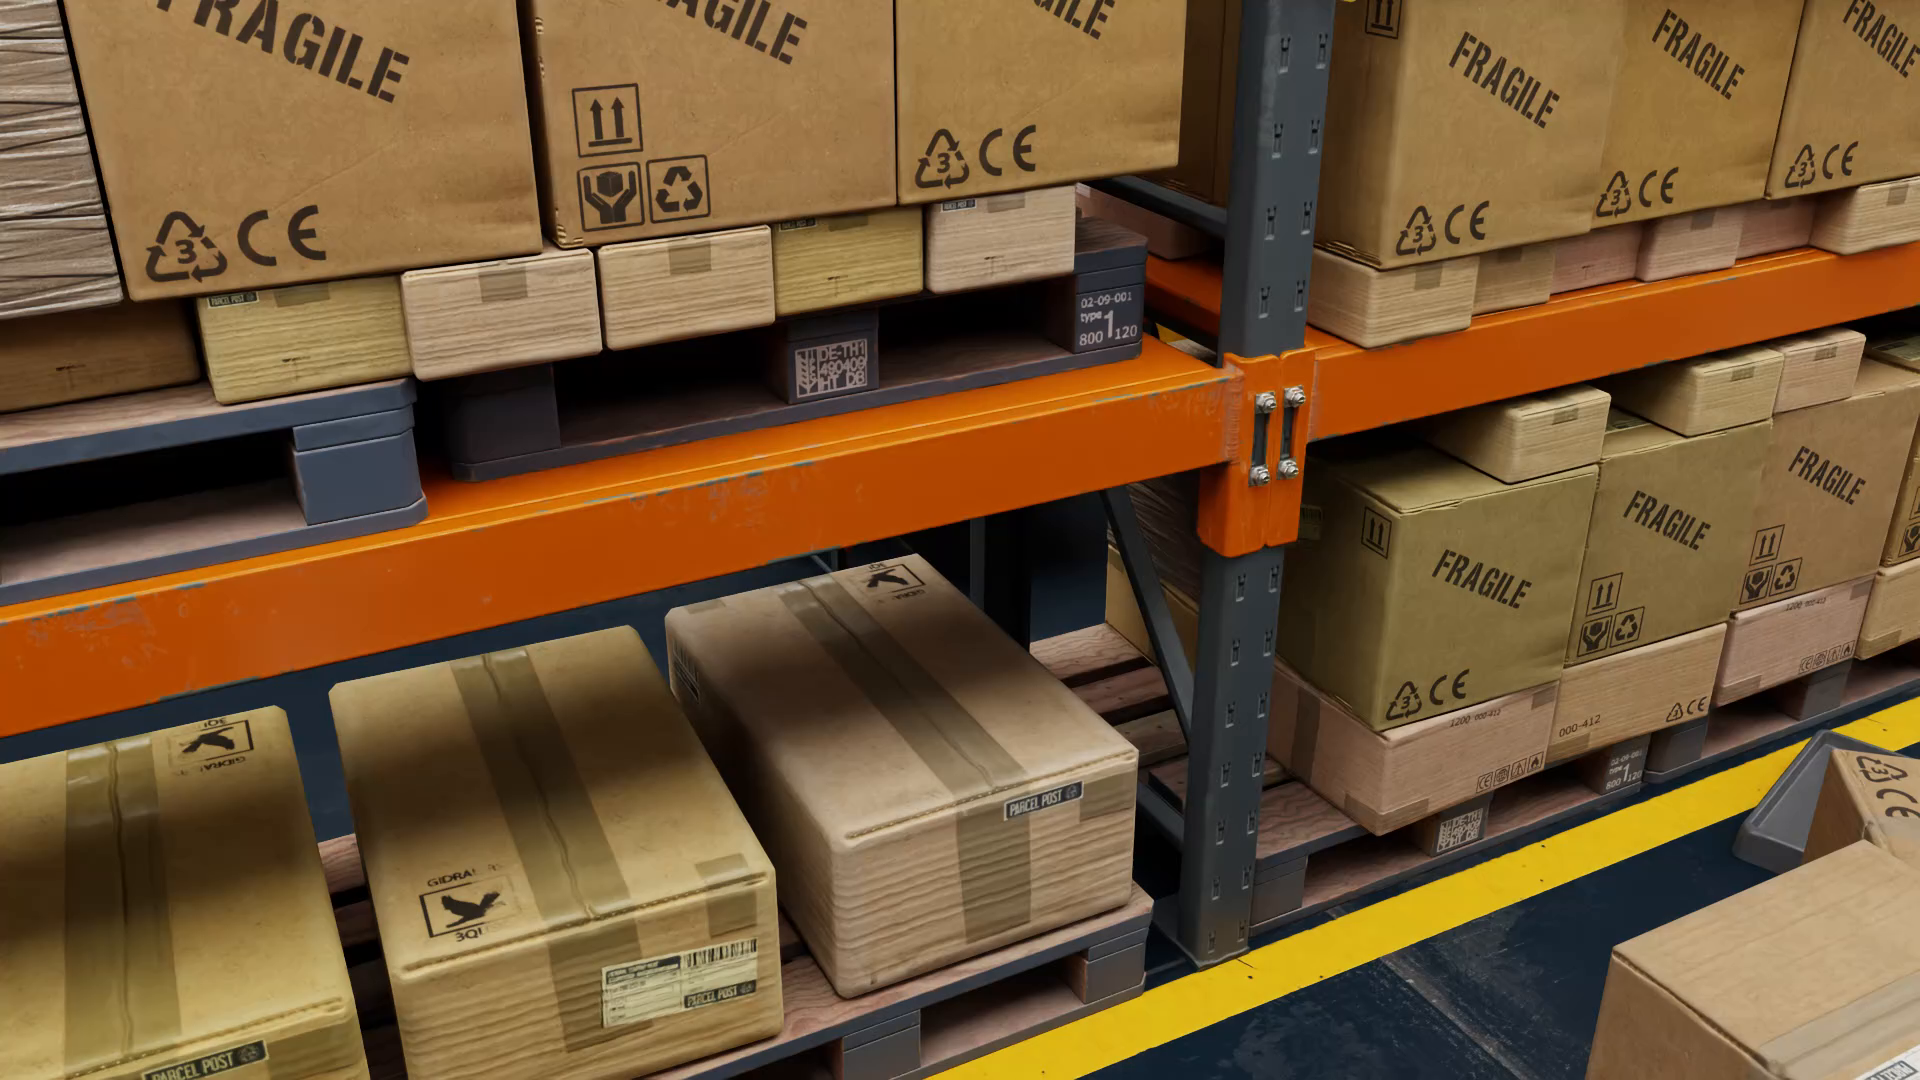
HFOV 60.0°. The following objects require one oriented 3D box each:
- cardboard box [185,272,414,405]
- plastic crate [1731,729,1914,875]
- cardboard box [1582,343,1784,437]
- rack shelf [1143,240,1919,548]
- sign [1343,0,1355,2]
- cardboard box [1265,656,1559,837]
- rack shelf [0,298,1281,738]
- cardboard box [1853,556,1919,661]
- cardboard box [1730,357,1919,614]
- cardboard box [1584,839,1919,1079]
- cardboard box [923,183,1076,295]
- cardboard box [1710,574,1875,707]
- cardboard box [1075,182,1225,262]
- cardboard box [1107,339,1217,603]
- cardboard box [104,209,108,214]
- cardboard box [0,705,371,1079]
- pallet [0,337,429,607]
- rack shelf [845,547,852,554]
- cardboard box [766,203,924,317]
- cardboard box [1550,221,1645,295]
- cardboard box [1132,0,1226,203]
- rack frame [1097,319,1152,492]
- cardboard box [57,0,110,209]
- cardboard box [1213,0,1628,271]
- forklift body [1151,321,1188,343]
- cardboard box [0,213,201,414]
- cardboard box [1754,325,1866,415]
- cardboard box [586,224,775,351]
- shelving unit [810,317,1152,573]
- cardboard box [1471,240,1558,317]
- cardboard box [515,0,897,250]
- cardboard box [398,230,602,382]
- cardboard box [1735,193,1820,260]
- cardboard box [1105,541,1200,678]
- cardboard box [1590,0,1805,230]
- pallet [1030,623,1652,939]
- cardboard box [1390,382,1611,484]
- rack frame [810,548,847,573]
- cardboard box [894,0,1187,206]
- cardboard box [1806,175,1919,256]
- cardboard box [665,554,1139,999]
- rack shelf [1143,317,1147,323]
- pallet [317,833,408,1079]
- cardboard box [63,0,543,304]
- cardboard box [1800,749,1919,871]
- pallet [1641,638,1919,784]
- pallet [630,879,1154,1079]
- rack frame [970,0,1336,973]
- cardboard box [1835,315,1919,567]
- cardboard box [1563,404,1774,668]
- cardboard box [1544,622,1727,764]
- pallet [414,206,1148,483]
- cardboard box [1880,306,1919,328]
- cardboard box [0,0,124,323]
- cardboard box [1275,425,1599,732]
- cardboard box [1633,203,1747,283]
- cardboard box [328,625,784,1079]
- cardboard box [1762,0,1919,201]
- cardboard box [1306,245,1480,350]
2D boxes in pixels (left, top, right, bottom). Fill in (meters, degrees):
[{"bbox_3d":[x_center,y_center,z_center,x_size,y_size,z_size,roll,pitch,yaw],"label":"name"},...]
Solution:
[{"bbox_3d":[-0.921,-0.333,2.284,0.250,0.149,0.380,-13,29,-25],"label":"cardboard box"},{"bbox_3d":[2.081,0.640,3.825,0.402,0.080,0.583,21,33,37],"label":"plastic crate"},{"bbox_3d":[1.549,-0.375,3.641,0.250,0.149,0.380,-12,28,-23],"label":"cardboard box"},{"bbox_3d":[2.075,-0.753,4.184,4.000,0.370,1.077,-13,29,-25],"label":"rack shelf"},{"bbox_3d":[0.574,-0.981,2.489,0.005,0.325,0.100,-13,29,-25],"label":"sign"},{"bbox_3d":[0.958,0.363,3.719,0.500,0.250,0.500,-14,29,-27],"label":"cardboard box"},{"bbox_3d":[-1.455,0.062,2.487,4.000,0.370,1.077,-13,29,-25],"label":"rack shelf"},{"bbox_3d":[2.333,0.044,4.384,0.500,0.250,0.500,-14,29,-27],"label":"cardboard box"},{"bbox_3d":[1.883,-0.193,4.012,0.500,0.500,0.500,-11,28,-22],"label":"cardboard box"},{"bbox_3d":[1.174,0.789,2.154,0.500,0.500,0.500,-13,29,-25],"label":"cardboard box"},{"bbox_3d":[-0.014,-0.536,2.705,0.250,0.149,0.380,-13,28,-24],"label":"cardboard box"},{"bbox_3d":[1.890,0.141,4.182,0.500,0.250,0.500,-13,29,-26],"label":"cardboard box"},{"bbox_3d":[0.450,-0.739,3.613,0.250,0.149,0.380,-13,29,-26],"label":"cardboard box"},{"bbox_3d":[0.706,-0.181,3.986,0.500,0.500,0.500,-13,29,-26],"label":"cardboard box"},{"bbox_3d":[-1.490,-0.499,2.629,0.250,0.149,0.380,-12,28,-23],"label":"cardboard box"},{"bbox_3d":[-1.397,0.723,2.829,0.625,0.372,0.950,-12,28,-23],"label":"cardboard box"},{"bbox_3d":[-1.492,-0.188,2.397,1.213,0.211,1.003,-13,29,-25],"label":"pallet"},{"bbox_3d":[-0.006,-0.285,5.109,1.000,0.278,0.538,-13,29,-25],"label":"rack shelf"},{"bbox_3d":[-0.255,-0.489,2.607,0.250,0.149,0.380,-14,29,-27],"label":"cardboard box"},{"bbox_3d":[1.157,-0.635,3.398,0.250,0.149,0.380,-13,29,-25],"label":"cardboard box"},{"bbox_3d":[0.585,-1.035,3.480,0.500,0.500,0.500,-14,29,-26],"label":"cardboard box"},{"bbox_3d":[0.443,-0.609,5.219,0.032,1.125,0.500,-13,29,-25],"label":"rack frame"},{"bbox_3d":[-1.571,-0.746,2.394,0.500,0.500,0.500,-14,29,-27],"label":"cardboard box"},{"bbox_3d":[0.829,-0.832,3.059,0.500,0.500,0.500,-13,29,-25],"label":"cardboard box"},{"bbox_3d":[0.686,-1.914,6.751,1.214,2.155,2.313,-13,29,-25],"label":"forklift body"},{"bbox_3d":[-1.202,-0.319,2.254,0.250,0.149,0.380,-14,29,-27],"label":"cardboard box"},{"bbox_3d":[1.785,-0.431,3.758,0.250,0.149,0.380,-11,28,-22],"label":"cardboard box"},{"bbox_3d":[-0.466,-0.423,2.470,0.250,0.149,0.380,-14,29,-26],"label":"cardboard box"},{"bbox_3d":[-0.006,-0.506,5.004,1.048,1.125,0.538,-13,29,-25],"label":"shelving unit"},{"bbox_3d":[0.937,-0.570,3.261,0.250,0.149,0.380,-12,28,-24],"label":"cardboard box"},{"bbox_3d":[-0.427,-0.755,2.413,0.500,0.500,0.500,-13,28,-25],"label":"cardboard box"},{"bbox_3d":[-0.689,-0.369,2.359,0.250,0.149,0.380,-13,28,-25],"label":"cardboard box"},{"bbox_3d":[1.612,-0.739,3.613,0.250,0.149,0.380,-13,29,-25],"label":"cardboard box"},{"bbox_3d":[0.705,0.157,4.149,0.500,0.250,0.500,-12,28,-23],"label":"cardboard box"},{"bbox_3d":[1.261,-0.943,3.290,0.500,0.500,0.500,-13,29,-25],"label":"cardboard box"},{"bbox_3d":[0.886,0.437,4.096,1.213,0.211,1.003,-13,29,-25],"label":"pallet"},{"bbox_3d":[1.096,-0.270,3.422,0.250,0.149,0.380,-13,28,-24],"label":"cardboard box"},{"bbox_3d":[-0.455,-0.402,4.788,0.032,1.125,0.500,-13,29,-25],"label":"rack frame"},{"bbox_3d":[0.010,-0.857,2.624,0.500,0.500,0.500,-14,29,-26],"label":"cardboard box"},{"bbox_3d":[1.872,-0.755,3.648,0.250,0.149,0.380,-13,28,-25],"label":"cardboard box"},{"bbox_3d":[-0.152,0.433,3.433,0.625,0.372,0.950,-13,28,-24],"label":"cardboard box"},{"bbox_3d":[-0.006,-0.770,4.877,1.000,0.278,0.538,-13,29,-25],"label":"rack shelf"},{"bbox_3d":[-1.454,0.996,2.931,1.213,0.211,1.003,-13,29,-25],"label":"pallet"},{"bbox_3d":[-0.885,-0.652,2.199,0.500,0.500,0.500,-12,28,-23],"label":"cardboard box"},{"bbox_3d":[1.896,0.757,3.092,0.500,0.500,0.500,5,26,11],"label":"cardboard box"},{"bbox_3d":[1.964,0.187,4.617,1.213,0.211,1.003,-13,29,-25],"label":"pallet"},{"bbox_3d":[-0.376,0.746,3.452,1.213,0.211,1.003,-13,29,-25],"label":"pallet"},{"bbox_3d":[0.310,-0.670,3.180,0.127,3.000,1.000,-13,29,-25],"label":"rack frame"},{"bbox_3d":[2.348,-0.302,4.239,0.500,0.500,0.500,-14,29,-26],"label":"cardboard box"},{"bbox_3d":[1.424,-0.088,3.794,0.500,0.500,0.500,-12,28,-23],"label":"cardboard box"},{"bbox_3d":[1.423,0.250,3.955,0.500,0.250,0.500,-11,28,-22],"label":"cardboard box"},{"bbox_3d":[-0.433,-0.483,3.013,1.213,0.211,1.003,-13,29,-25],"label":"pallet"},{"bbox_3d":[2.506,-0.599,4.107,0.250,0.149,0.380,-12,28,-23],"label":"cardboard box"},{"bbox_3d":[-1.347,-0.545,1.976,0.500,0.500,0.500,-14,29,-27],"label":"cardboard box"},{"bbox_3d":[0.958,0.025,3.557,0.500,0.500,0.500,-12,28,-23],"label":"cardboard box"},{"bbox_3d":[1.392,-0.672,3.475,0.250,0.149,0.380,-12,28,-24],"label":"cardboard box"},{"bbox_3d":[-0.784,0.581,3.125,0.625,0.372,0.950,-11,28,-22],"label":"cardboard box"},{"bbox_3d":[1.710,-1.041,3.493,0.500,0.500,0.500,-13,29,-26],"label":"cardboard box"},{"bbox_3d":[0.739,-0.498,3.113,0.250,0.149,0.380,-13,29,-25],"label":"cardboard box"}]
